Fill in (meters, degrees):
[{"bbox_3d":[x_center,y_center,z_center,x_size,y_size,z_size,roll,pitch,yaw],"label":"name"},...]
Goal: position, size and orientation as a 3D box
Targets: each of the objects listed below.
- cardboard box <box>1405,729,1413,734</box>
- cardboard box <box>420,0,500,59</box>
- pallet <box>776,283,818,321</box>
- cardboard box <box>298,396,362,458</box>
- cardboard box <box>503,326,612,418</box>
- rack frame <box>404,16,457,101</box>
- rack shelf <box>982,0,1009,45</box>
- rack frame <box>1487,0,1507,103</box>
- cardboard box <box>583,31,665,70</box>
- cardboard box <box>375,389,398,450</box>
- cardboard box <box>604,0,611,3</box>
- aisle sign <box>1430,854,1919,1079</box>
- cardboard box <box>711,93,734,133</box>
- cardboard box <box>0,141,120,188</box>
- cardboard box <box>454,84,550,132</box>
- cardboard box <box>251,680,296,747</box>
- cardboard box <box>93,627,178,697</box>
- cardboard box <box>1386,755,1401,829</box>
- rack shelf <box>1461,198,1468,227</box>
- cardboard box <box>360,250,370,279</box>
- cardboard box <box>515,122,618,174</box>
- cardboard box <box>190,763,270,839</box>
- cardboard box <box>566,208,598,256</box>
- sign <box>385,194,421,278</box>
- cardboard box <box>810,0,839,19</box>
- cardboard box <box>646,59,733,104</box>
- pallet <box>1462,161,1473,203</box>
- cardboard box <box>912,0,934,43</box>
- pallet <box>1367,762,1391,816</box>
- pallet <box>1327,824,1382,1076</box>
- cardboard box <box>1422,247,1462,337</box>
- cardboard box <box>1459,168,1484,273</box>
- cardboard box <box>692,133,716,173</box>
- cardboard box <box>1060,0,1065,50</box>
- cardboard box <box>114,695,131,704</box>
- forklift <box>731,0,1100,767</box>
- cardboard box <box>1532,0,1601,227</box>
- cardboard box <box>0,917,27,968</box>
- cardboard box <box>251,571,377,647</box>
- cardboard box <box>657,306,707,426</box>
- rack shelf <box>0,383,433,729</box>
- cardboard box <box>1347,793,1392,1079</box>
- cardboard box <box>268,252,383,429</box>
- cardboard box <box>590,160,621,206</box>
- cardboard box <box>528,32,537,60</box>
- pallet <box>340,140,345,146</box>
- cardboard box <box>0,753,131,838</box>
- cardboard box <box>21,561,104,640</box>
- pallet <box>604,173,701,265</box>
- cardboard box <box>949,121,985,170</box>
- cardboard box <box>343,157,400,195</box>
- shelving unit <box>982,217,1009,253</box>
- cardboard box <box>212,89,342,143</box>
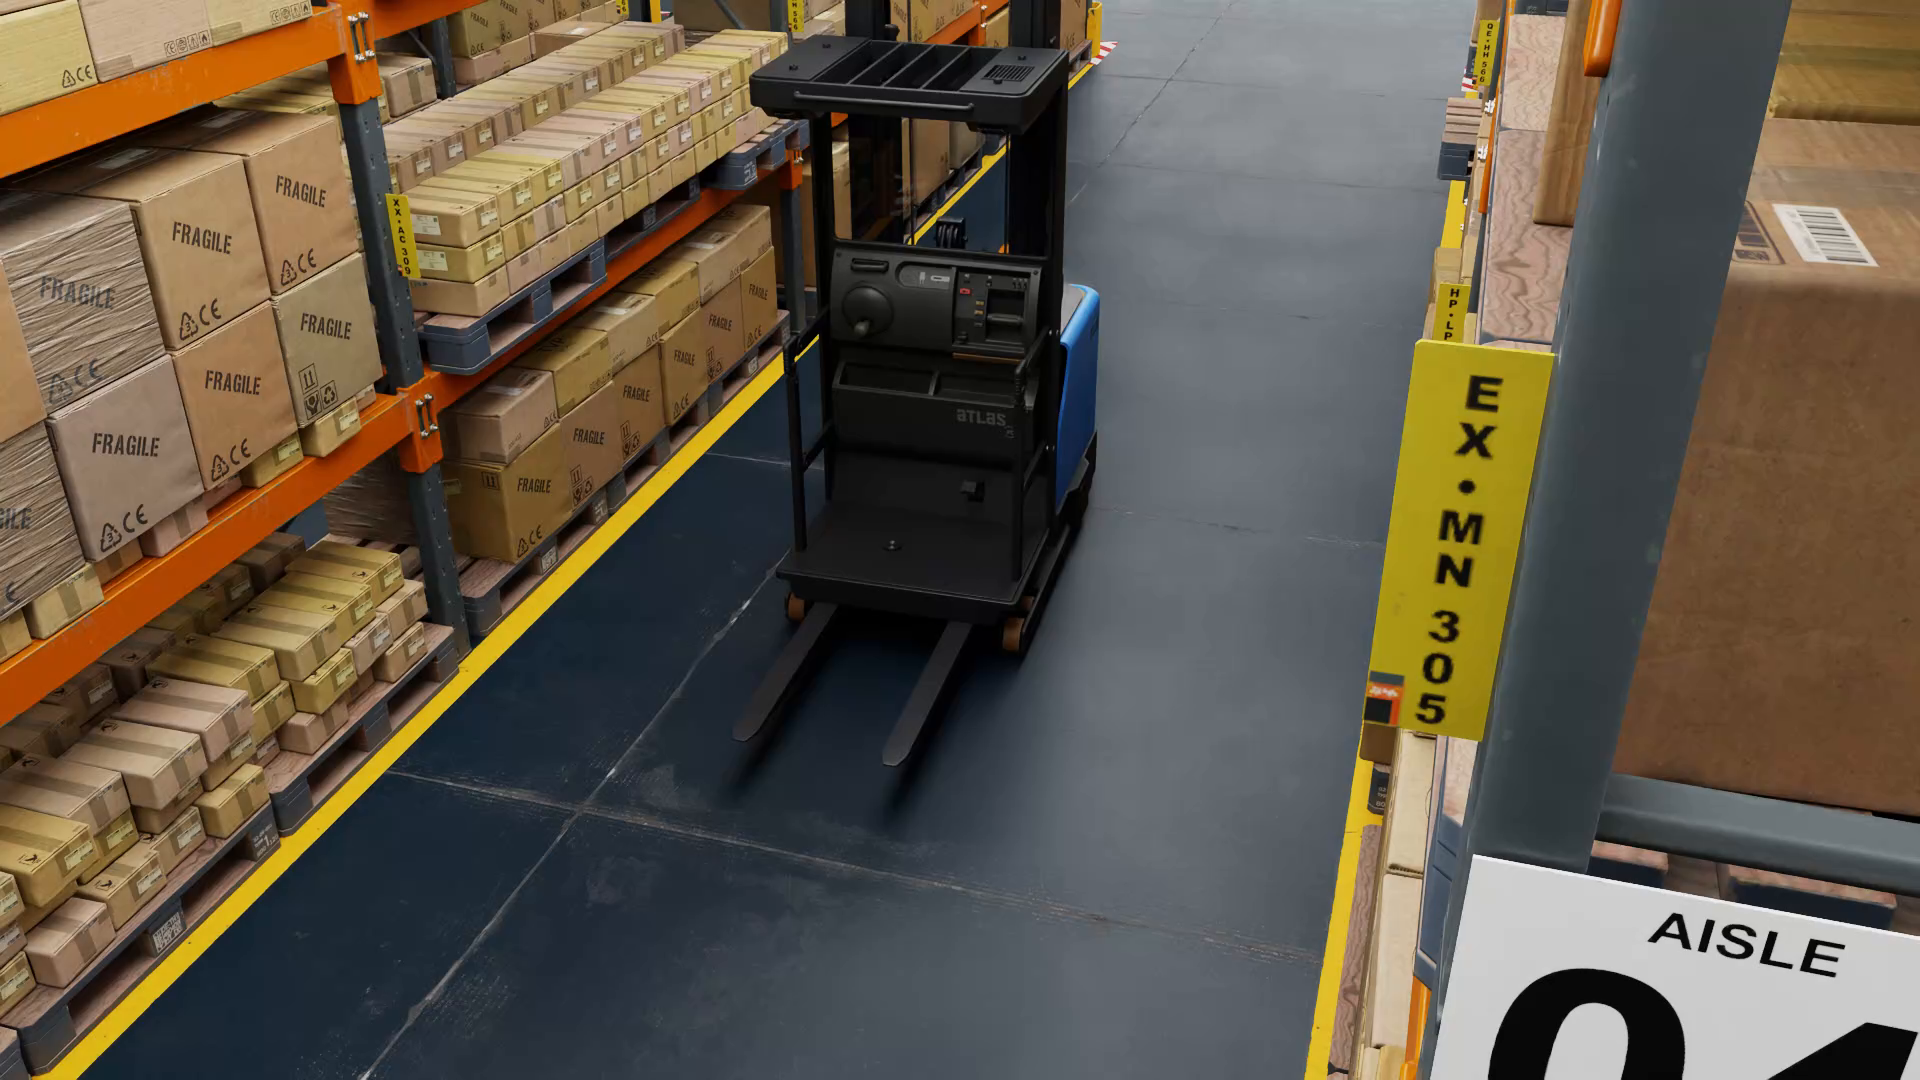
[{"bbox_3d":[1.371,0.485,4.141,0.500,0.250,0.500,9,30,16],"label":"cardboard box"},{"bbox_3d":[-4.637,-4.780,15.383,0.500,0.500,0.500,10,31,17],"label":"cardboard box"},{"bbox_3d":[-1.177,-1.854,11.365,1.003,0.211,1.213,8,30,15],"label":"pallet"},{"bbox_3d":[-2.486,-0.447,6.226,0.380,0.149,0.250,8,30,14],"label":"cardboard box"},{"bbox_3d":[-2.032,-0.830,8.025,0.500,0.250,0.500,9,30,16],"label":"cardboard box"},{"bbox_3d":[-5.068,-5.235,14.575,1.000,3.000,0.127,8,30,15],"label":"rack frame"},{"bbox_3d":[0.280,-5.191,15.236,1.077,0.370,4.000,8,30,15],"label":"rack shelf"},{"bbox_3d":[3.231,-1.962,8.692,1.000,3.000,0.127,8,30,15],"label":"rack frame"},{"bbox_3d":[-1.878,-2.738,9.301,0.380,0.149,0.250,8,30,14],"label":"cardboard box"},{"bbox_3d":[-2.678,-0.659,7.717,0.500,0.250,0.500,8,30,14],"label":"cardboard box"},{"bbox_3d":[-3.880,-5.994,17.565,0.500,0.500,0.500,9,30,15],"label":"cardboard box"},{"bbox_3d":[0.575,0.610,1.393,0.394,0.787,0.004,8,30,15],"label":"aisle sign"},{"bbox_3d":[-1.416,-2.263,8.753,0.380,0.149,0.250,9,30,15],"label":"cardboard box"},{"bbox_3d":[-3.158,-1.051,5.616,0.500,0.500,0.500,8,30,13],"label":"cardboard box"},{"bbox_3d":[-2.263,-2.137,8.221,0.380,0.149,0.250,8,30,14],"label":"cardboard box"},{"bbox_3d":[-2.740,0.623,6.239,0.380,0.149,0.250,9,30,15],"label":"cardboard box"},{"bbox_3d":[-3.174,0.443,6.256,0.380,0.149,0.250,8,30,14],"label":"cardboard box"},{"bbox_3d":[1.272,0.699,4.166,0.380,0.149,0.250,9,30,15],"label":"cardboard box"},{"bbox_3d":[3.818,-2.577,10.537,1.077,0.370,4.000,8,30,15],"label":"rack shelf"},{"bbox_3d":[-2.728,-1.145,7.048,0.380,0.149,0.250,8,30,14],"label":"cardboard box"},{"bbox_3d":[-1.796,-1.793,7.602,0.380,0.149,0.250,8,30,14],"label":"cardboard box"},{"bbox_3d":[-2.748,0.916,6.018,0.380,0.149,0.250,8,30,15],"label":"cardboard box"},{"bbox_3d":[-1.872,-1.411,7.527,0.380,0.149,0.250,9,30,15],"label":"cardboard box"},{"bbox_3d":[-2.134,-1.162,6.364,0.100,0.325,0.005,8,30,15],"label":"sign"},{"bbox_3d":[-1.192,-3.640,10.576,0.700,0.500,0.500,8,30,14],"label":"cardboard box"},{"bbox_3d":[-1.414,-2.395,8.684,0.380,0.149,0.250,9,30,16],"label":"cardboard box"},{"bbox_3d":[4.568,-2.920,13.281,1.003,0.211,1.213,8,30,15],"label":"pallet"},{"bbox_3d":[-0.501,-3.869,12.017,0.500,0.500,0.500,9,30,15],"label":"cardboard box"},{"bbox_3d":[2.211,0.746,6.692,1.003,0.211,1.213,8,30,15],"label":"pallet"},{"bbox_3d":[1.759,1.458,5.413,1.003,0.211,1.213,8,30,15],"label":"pallet"},{"bbox_3d":[3.008,-0.899,8.535,1.225,0.875,0.875,7,30,13],"label":"cardboard box"},{"bbox_3d":[2.532,-1.340,7.471,0.500,0.500,0.500,8,30,14],"label":"cardboard box"},{"bbox_3d":[-1.490,-2.020,8.623,0.380,0.149,0.250,7,30,13],"label":"cardboard box"},{"bbox_3d":[0.475,-4.956,15.827,0.875,0.875,0.875,8,30,14],"label":"cardboard box"},{"bbox_3d":[-3.175,0.571,6.333,0.380,0.149,0.250,7,30,12],"label":"cardboard box"},{"bbox_3d":[-0.164,-0.987,7.009,1.130,2.935,3.031,7,30,13],"label":"forklift"},{"bbox_3d":[1.433,-0.841,2.953,0.700,0.500,0.500,10,31,17],"label":"cardboard box"},{"bbox_3d":[-3.142,1.240,5.130,0.380,0.149,0.250,7,30,12],"label":"cardboard box"},{"bbox_3d":[-2.548,0.271,6.565,0.380,0.149,0.250,9,30,15],"label":"cardboard box"},{"bbox_3d":[-1.720,-0.976,9.058,0.500,0.500,0.500,7,30,13],"label":"cardboard box"},{"bbox_3d":[-3.242,0.386,5.211,1.077,0.370,4.000,8,30,15],"label":"rack shelf"},{"bbox_3d":[1.522,1.355,4.482,0.875,0.875,0.875,8,30,15],"label":"cardboard box"},{"bbox_3d":[-2.527,-0.767,6.134,0.500,0.500,0.500,9,30,15],"label":"cardboard box"},{"bbox_3d":[-1.797,-1.666,7.681,0.380,0.149,0.250,10,31,17],"label":"cardboard box"},{"bbox_3d":[-4.338,-4.949,16.458,0.500,0.250,0.500,8,30,14],"label":"cardboard box"},{"bbox_3d":[-5.652,-3.086,13.580,1.003,0.211,1.213,8,30,15],"label":"pallet"},{"bbox_3d":[-3.001,0.863,5.501,0.380,0.149,0.250,9,30,15],"label":"cardboard box"},{"bbox_3d":[-2.905,0.155,5.145,0.380,0.149,0.250,9,30,16],"label":"cardboard box"},{"bbox_3d":[-2.023,-1.707,8.431,1.003,0.211,1.213,8,30,15],"label":"pallet"},{"bbox_3d":[-0.403,-3.475,13.293,1.050,0.750,0.750,8,30,15],"label":"cardboard box"},{"bbox_3d":[-2.646,-1.531,7.131,0.380,0.149,0.250,8,30,13],"label":"cardboard box"},{"bbox_3d":[0.293,-1.068,8.936,0.258,1.200,0.503,8,30,13],"label":"shelving unit"},{"bbox_3d":[-5.630,-3.368,13.490,0.950,0.372,0.625,10,30,17],"label":"cardboard box"}]
